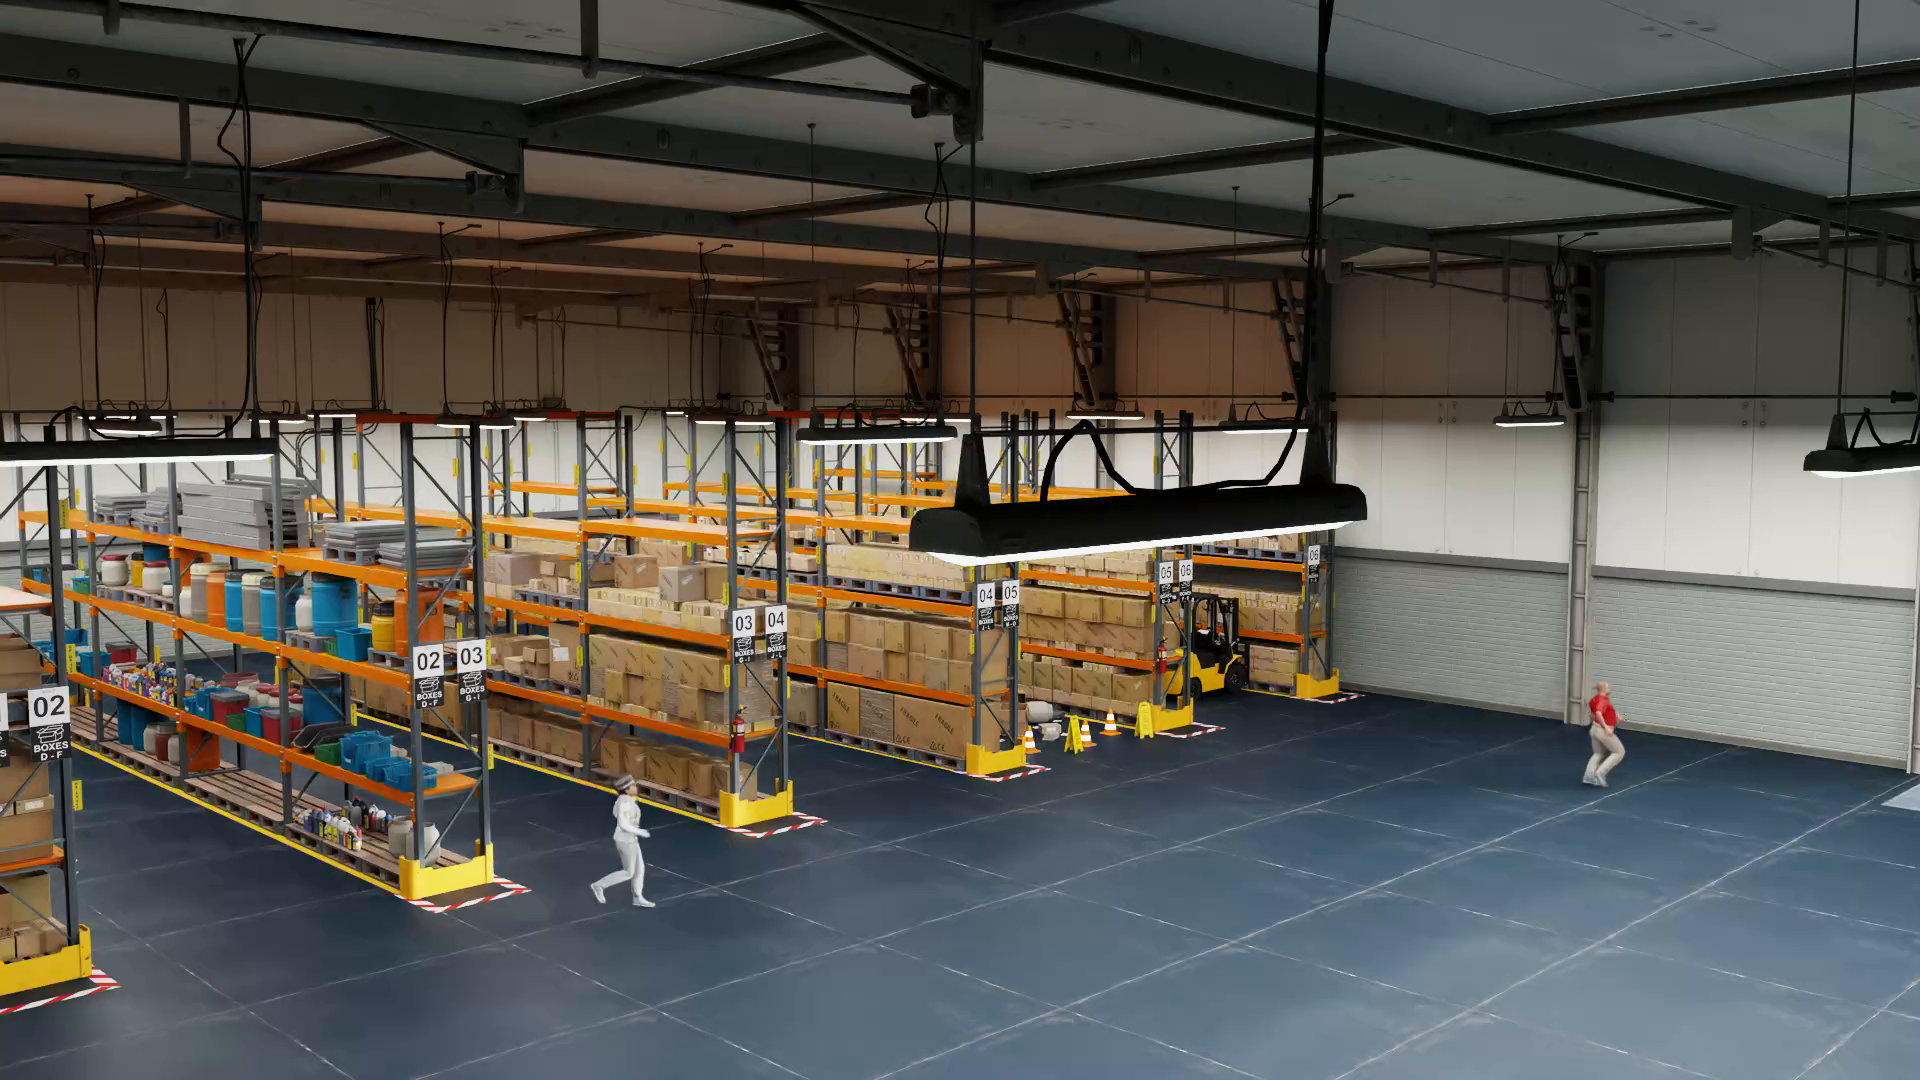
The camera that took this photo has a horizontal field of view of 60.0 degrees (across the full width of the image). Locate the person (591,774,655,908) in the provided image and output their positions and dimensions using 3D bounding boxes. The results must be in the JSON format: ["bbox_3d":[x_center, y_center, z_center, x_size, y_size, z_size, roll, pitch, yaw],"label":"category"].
[{"bbox_3d":[-4.173,3.726,20.539,0.780,1.696,0.624,-1,5,-13],"label":"person"}]

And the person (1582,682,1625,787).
[{"bbox_3d":[10.453,3.141,26.923,0.666,1.706,0.642,-1,5,-6],"label":"person"}]
